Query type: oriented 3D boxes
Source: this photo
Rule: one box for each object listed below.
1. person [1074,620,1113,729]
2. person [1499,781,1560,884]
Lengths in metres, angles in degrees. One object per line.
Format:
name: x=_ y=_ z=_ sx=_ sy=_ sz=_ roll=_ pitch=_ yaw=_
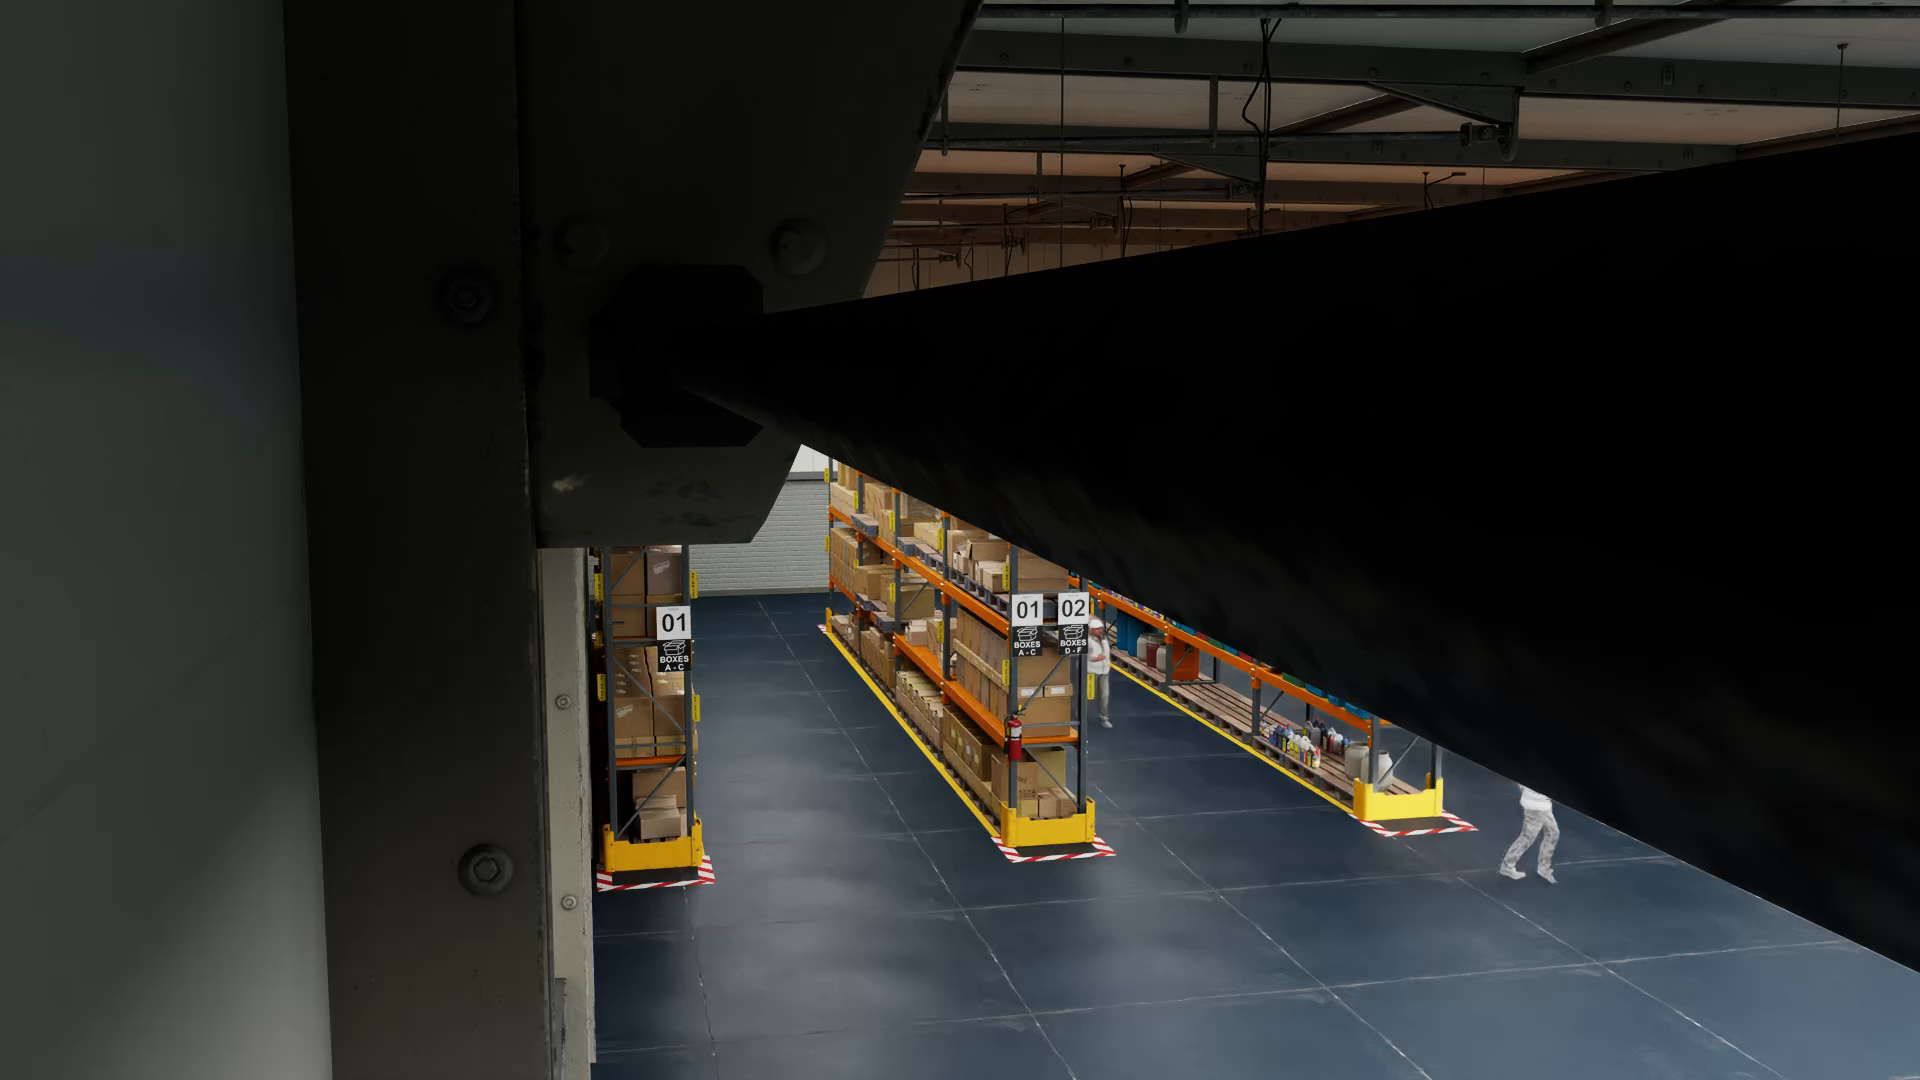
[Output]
person: x=2.233 y=2.180 z=27.464 sx=0.675 sy=1.760 sz=0.907 roll=-4 pitch=8 yaw=-31
person: x=6.726 y=3.074 z=19.391 sx=0.780 sy=1.667 sz=0.643 roll=1 pitch=7 yaw=10
